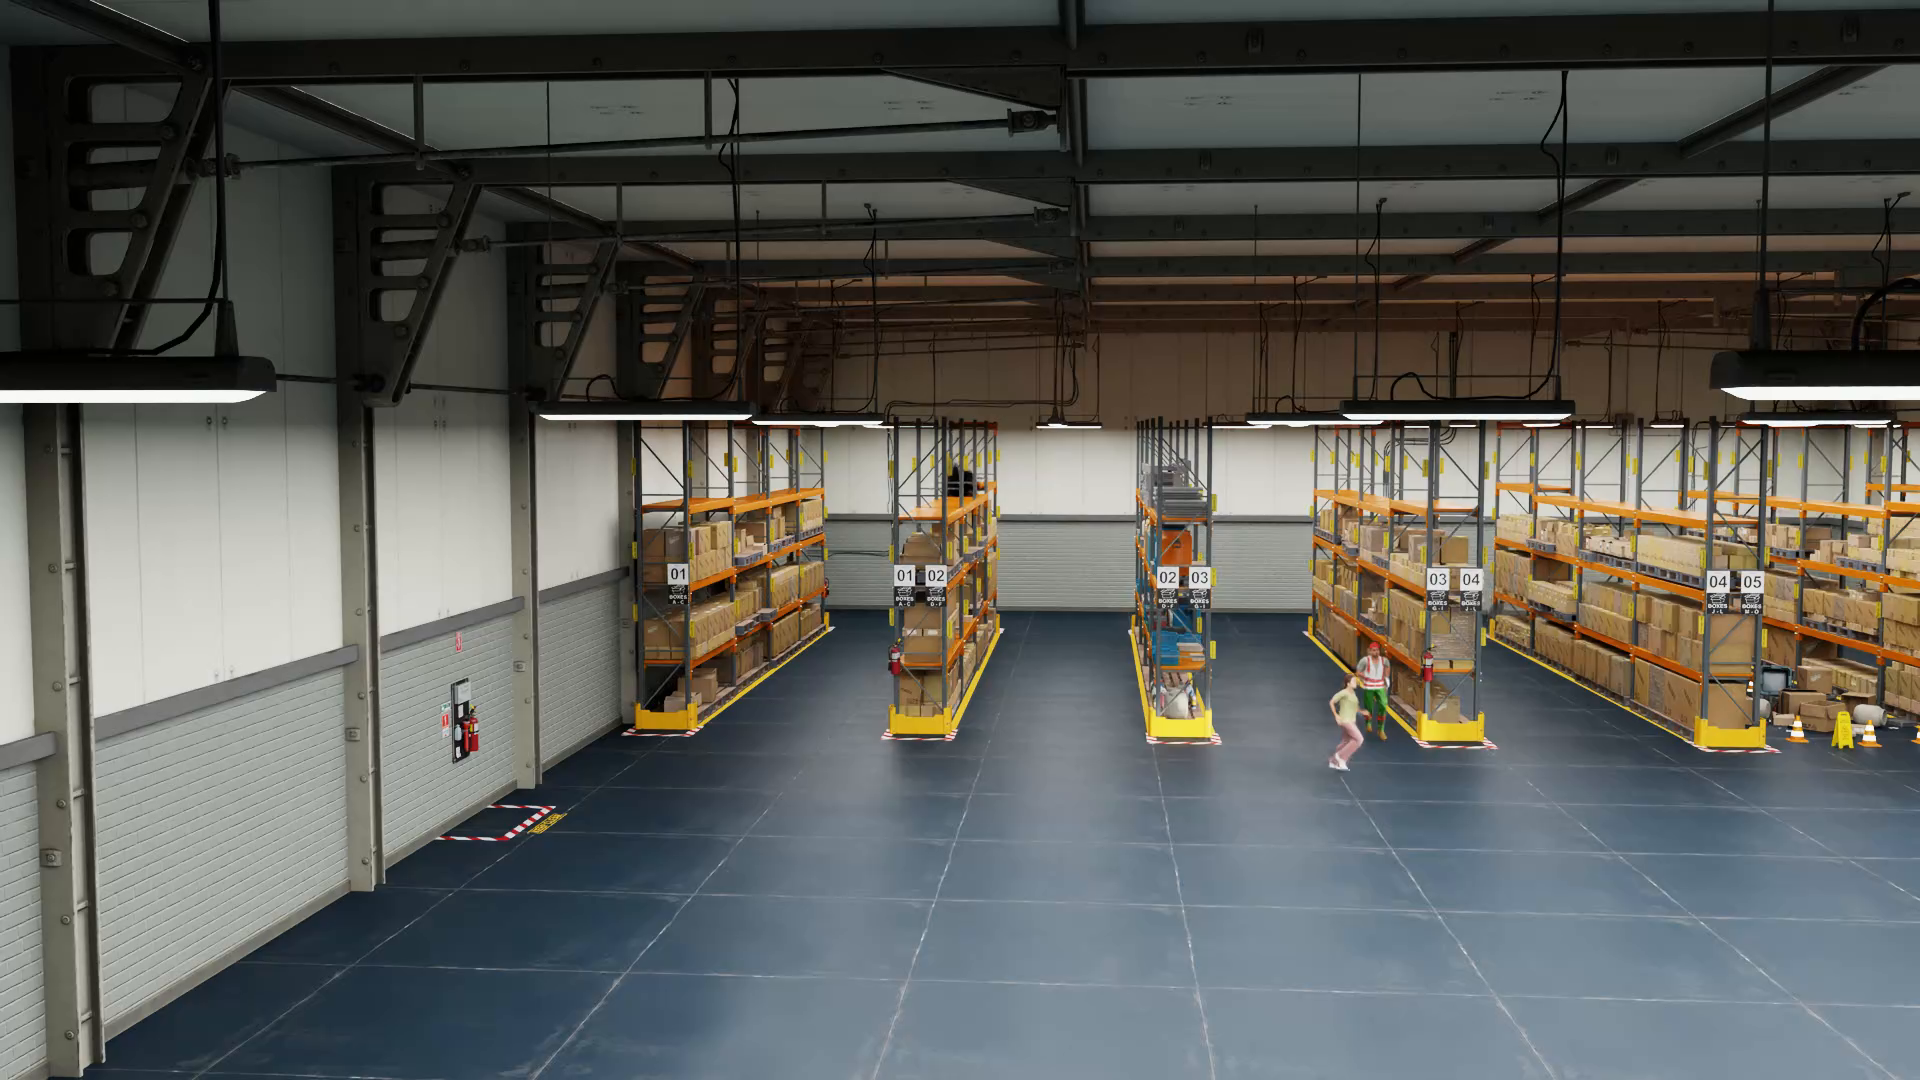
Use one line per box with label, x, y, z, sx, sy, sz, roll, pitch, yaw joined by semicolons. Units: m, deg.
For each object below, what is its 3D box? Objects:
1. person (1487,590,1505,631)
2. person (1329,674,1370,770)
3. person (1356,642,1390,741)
person;15.354;1.805;47.455;0.616;1.684;0.604;-1;4;-12
person;6.535;3.067;27.941;0.688;1.626;0.553;2;4;34
person;7.749;2.806;31.169;0.675;1.816;0.839;0;4;5
